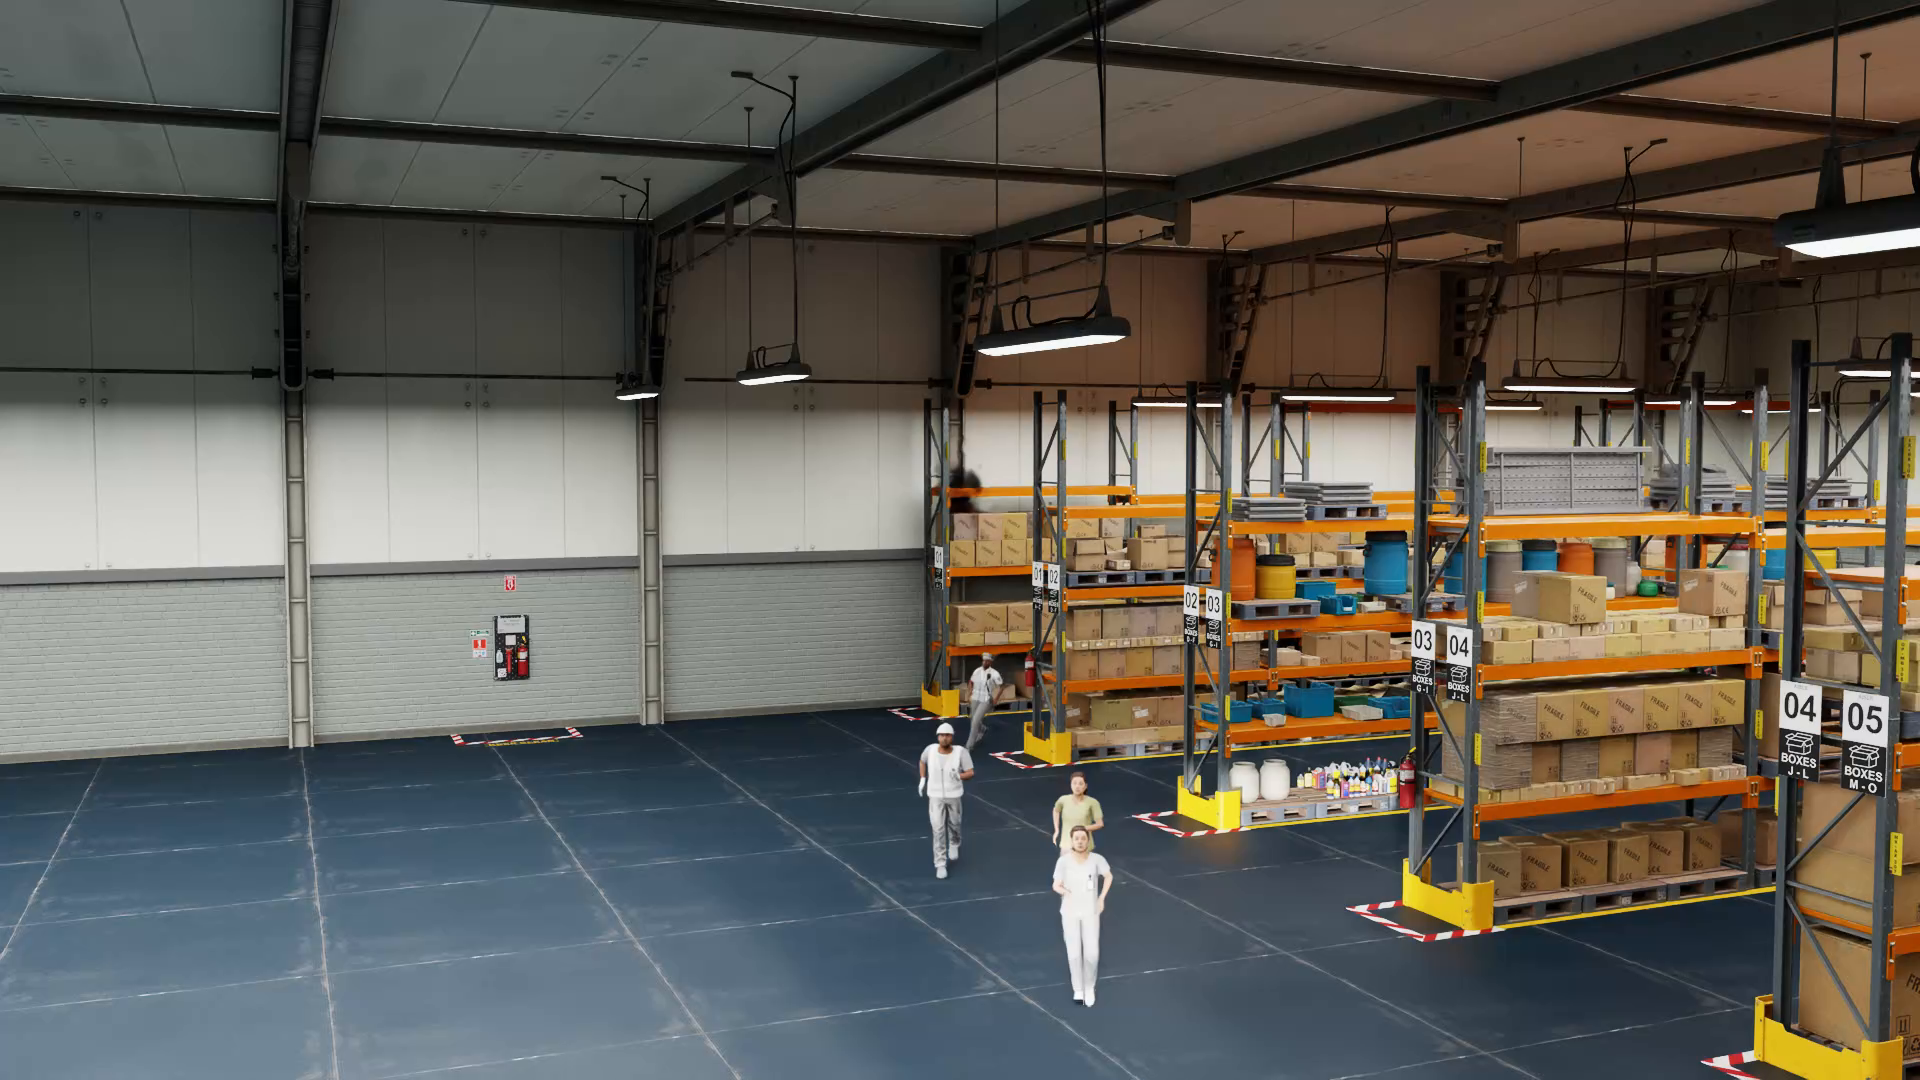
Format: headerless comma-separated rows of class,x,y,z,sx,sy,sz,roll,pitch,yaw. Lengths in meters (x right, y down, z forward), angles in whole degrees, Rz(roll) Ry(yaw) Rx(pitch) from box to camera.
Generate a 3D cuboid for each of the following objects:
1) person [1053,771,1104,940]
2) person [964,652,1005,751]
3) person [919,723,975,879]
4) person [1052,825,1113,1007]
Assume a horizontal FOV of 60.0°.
person,1.244,3.291,17.537,0.549,1.723,0.752,0,3,7
person,0.399,2.697,27.903,0.642,1.646,0.828,2,4,30
person,-0.162,3.065,19.905,0.683,1.769,1.004,0,3,4
person,1.113,3.439,15.179,0.548,1.656,0.616,0,3,6
